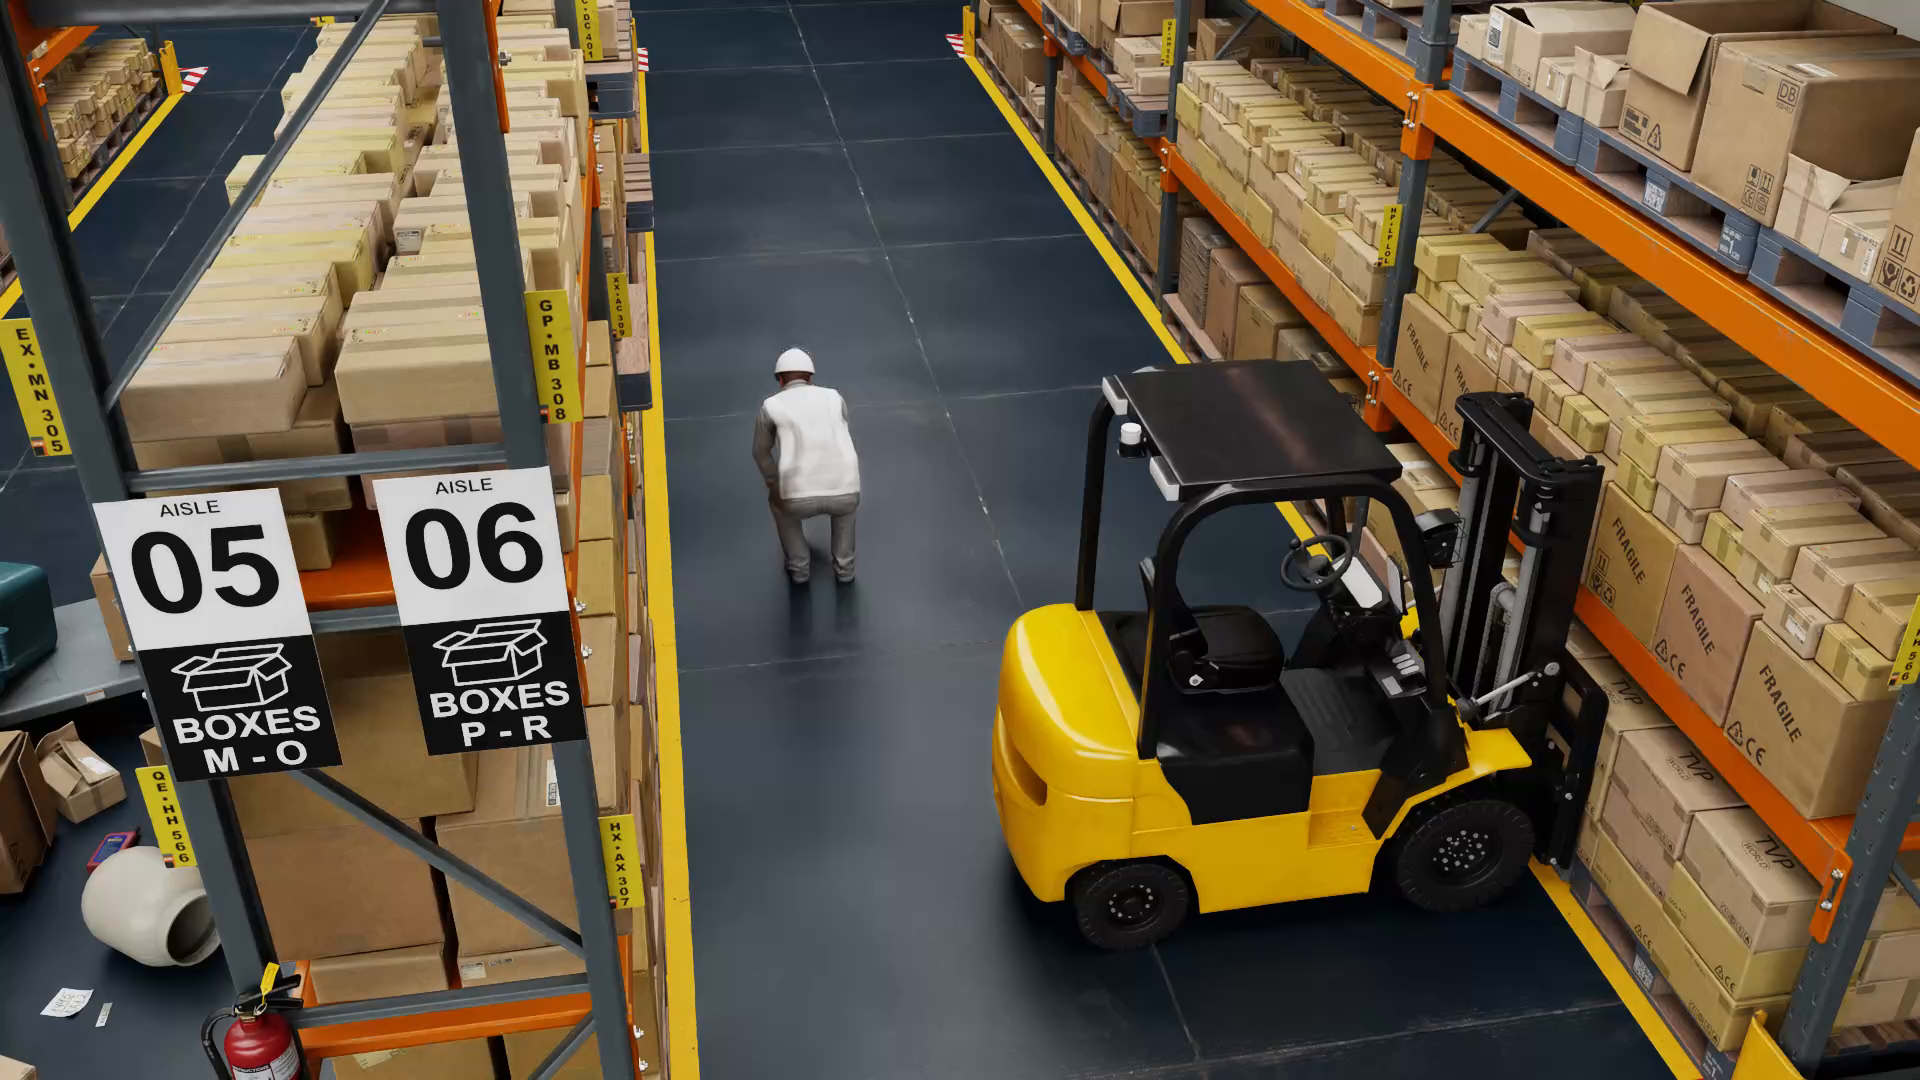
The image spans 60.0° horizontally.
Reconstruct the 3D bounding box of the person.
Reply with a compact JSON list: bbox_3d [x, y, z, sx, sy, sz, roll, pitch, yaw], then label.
[{"bbox_3d":[-0.857,-0.379,9.302,0.575,1.222,0.843,-6,31,-10],"label":"person"}]
